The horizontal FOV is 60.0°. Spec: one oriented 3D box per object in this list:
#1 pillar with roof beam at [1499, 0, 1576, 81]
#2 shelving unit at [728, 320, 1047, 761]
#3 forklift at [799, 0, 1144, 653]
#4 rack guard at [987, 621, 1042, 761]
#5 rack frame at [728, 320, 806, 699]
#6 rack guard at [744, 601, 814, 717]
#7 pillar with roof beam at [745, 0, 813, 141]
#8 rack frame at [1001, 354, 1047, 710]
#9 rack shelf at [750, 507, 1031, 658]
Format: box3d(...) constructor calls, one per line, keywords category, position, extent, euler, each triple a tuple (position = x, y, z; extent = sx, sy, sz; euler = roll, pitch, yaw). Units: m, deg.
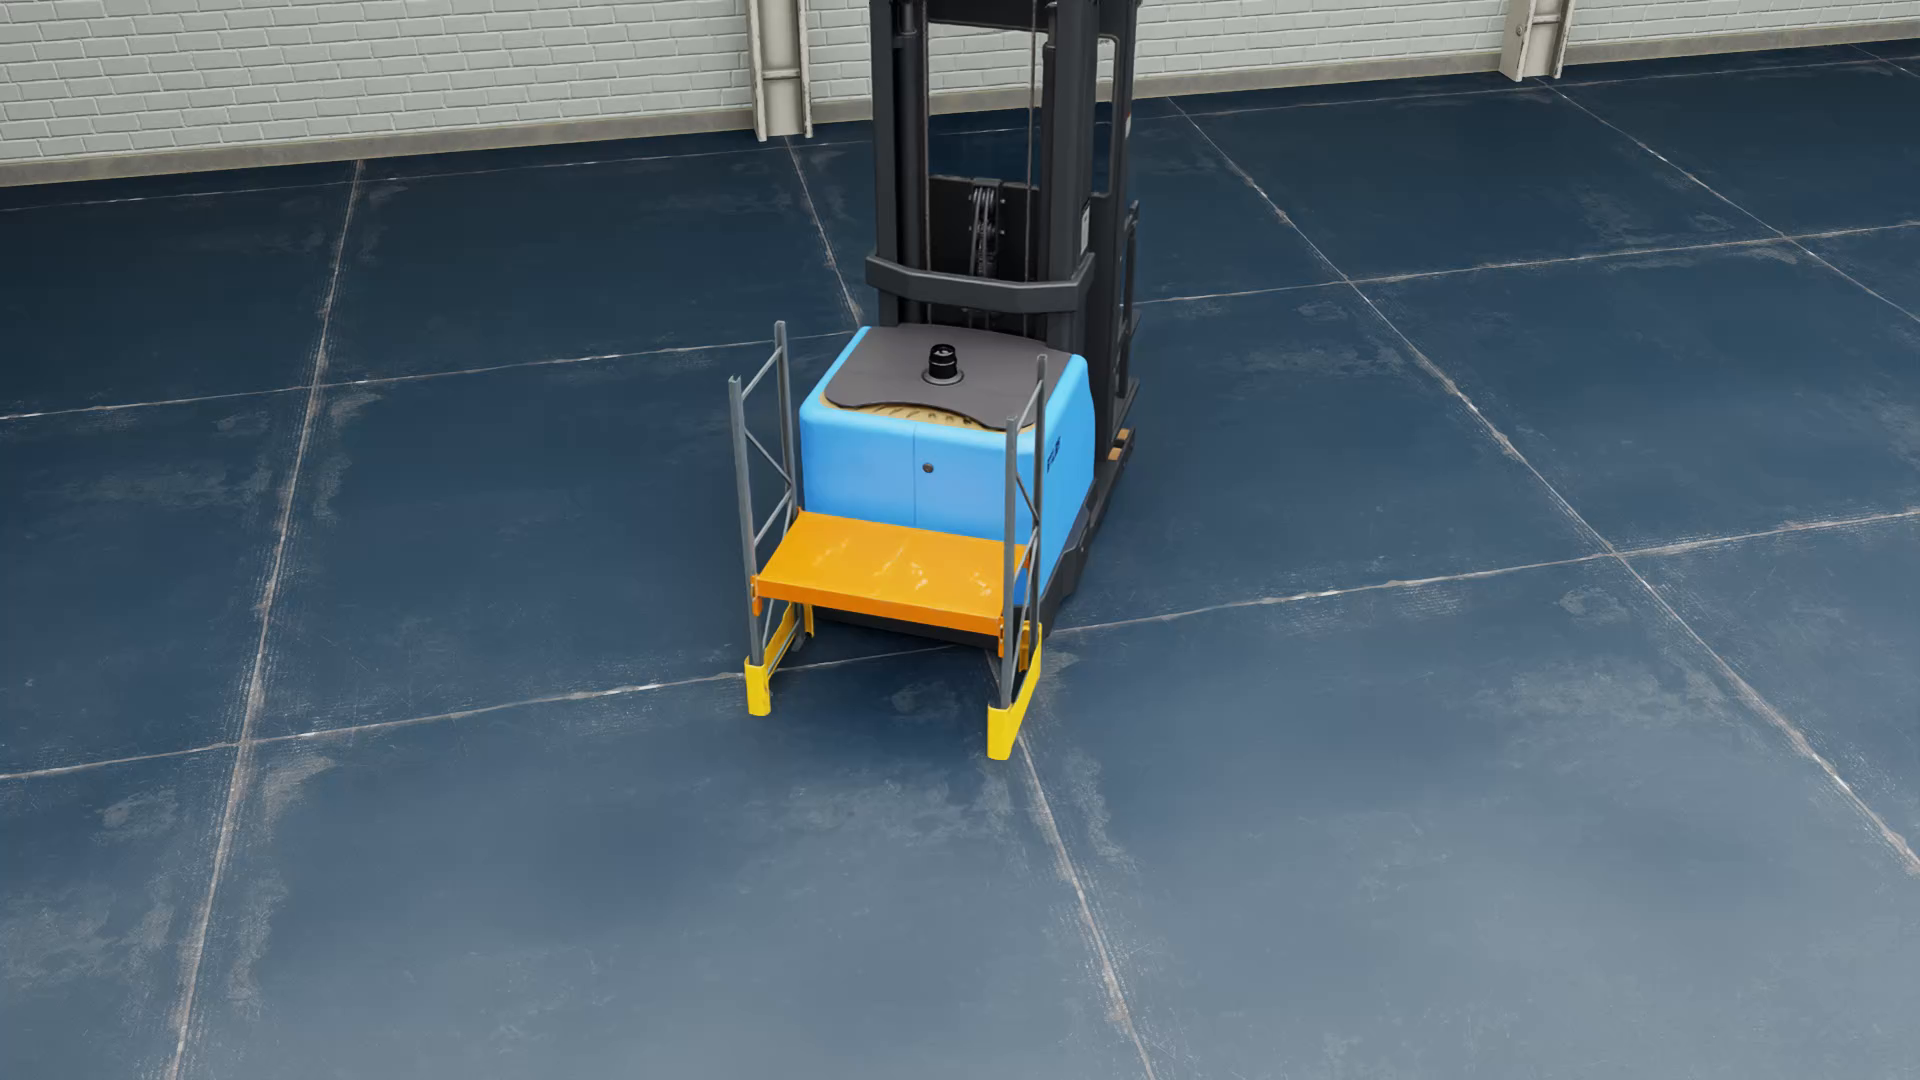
box3d(category="pillar with roof beam", position=(5.503, -5.133, 7.323), extent=(0.400, 9.000, 9.100), euler=(-7, 35, -11))
box3d(category="shelving unit", position=(-0.260, 0.002, 6.401), extent=(1.083, 1.500, 0.587), euler=(9, 35, 13))
box3d(category="forklift", position=(0.248, -1.562, 7.448), extent=(1.130, 2.935, 3.031), euler=(9, 35, 14))
box3d(category="rack guard", position=(0.220, 0.595, 6.639), extent=(0.087, 0.250, 0.587), euler=(9, 35, 13))
box3d(category="rack frame", position=(-0.741, -0.072, 6.511), extent=(0.032, 1.500, 0.500), euler=(9, 35, 13))
box3d(category="rack guard", position=(-0.740, 0.447, 6.860), extent=(0.087, 0.250, 0.587), euler=(9, 35, 13))
box3d(category="pillar with roof beam", position=(-0.350, -4.395, 6.224), extent=(0.400, 9.000, 9.100), euler=(-7, 35, -11))
box3d(category="rack frame", position=(0.238, 0.079, 6.286), extent=(0.032, 1.500, 0.500), euler=(9, 35, 13))
box3d(category="rack shelf", position=(-0.251, 0.153, 6.499), extent=(1.000, 0.185, 0.538), euler=(9, 35, 13))
